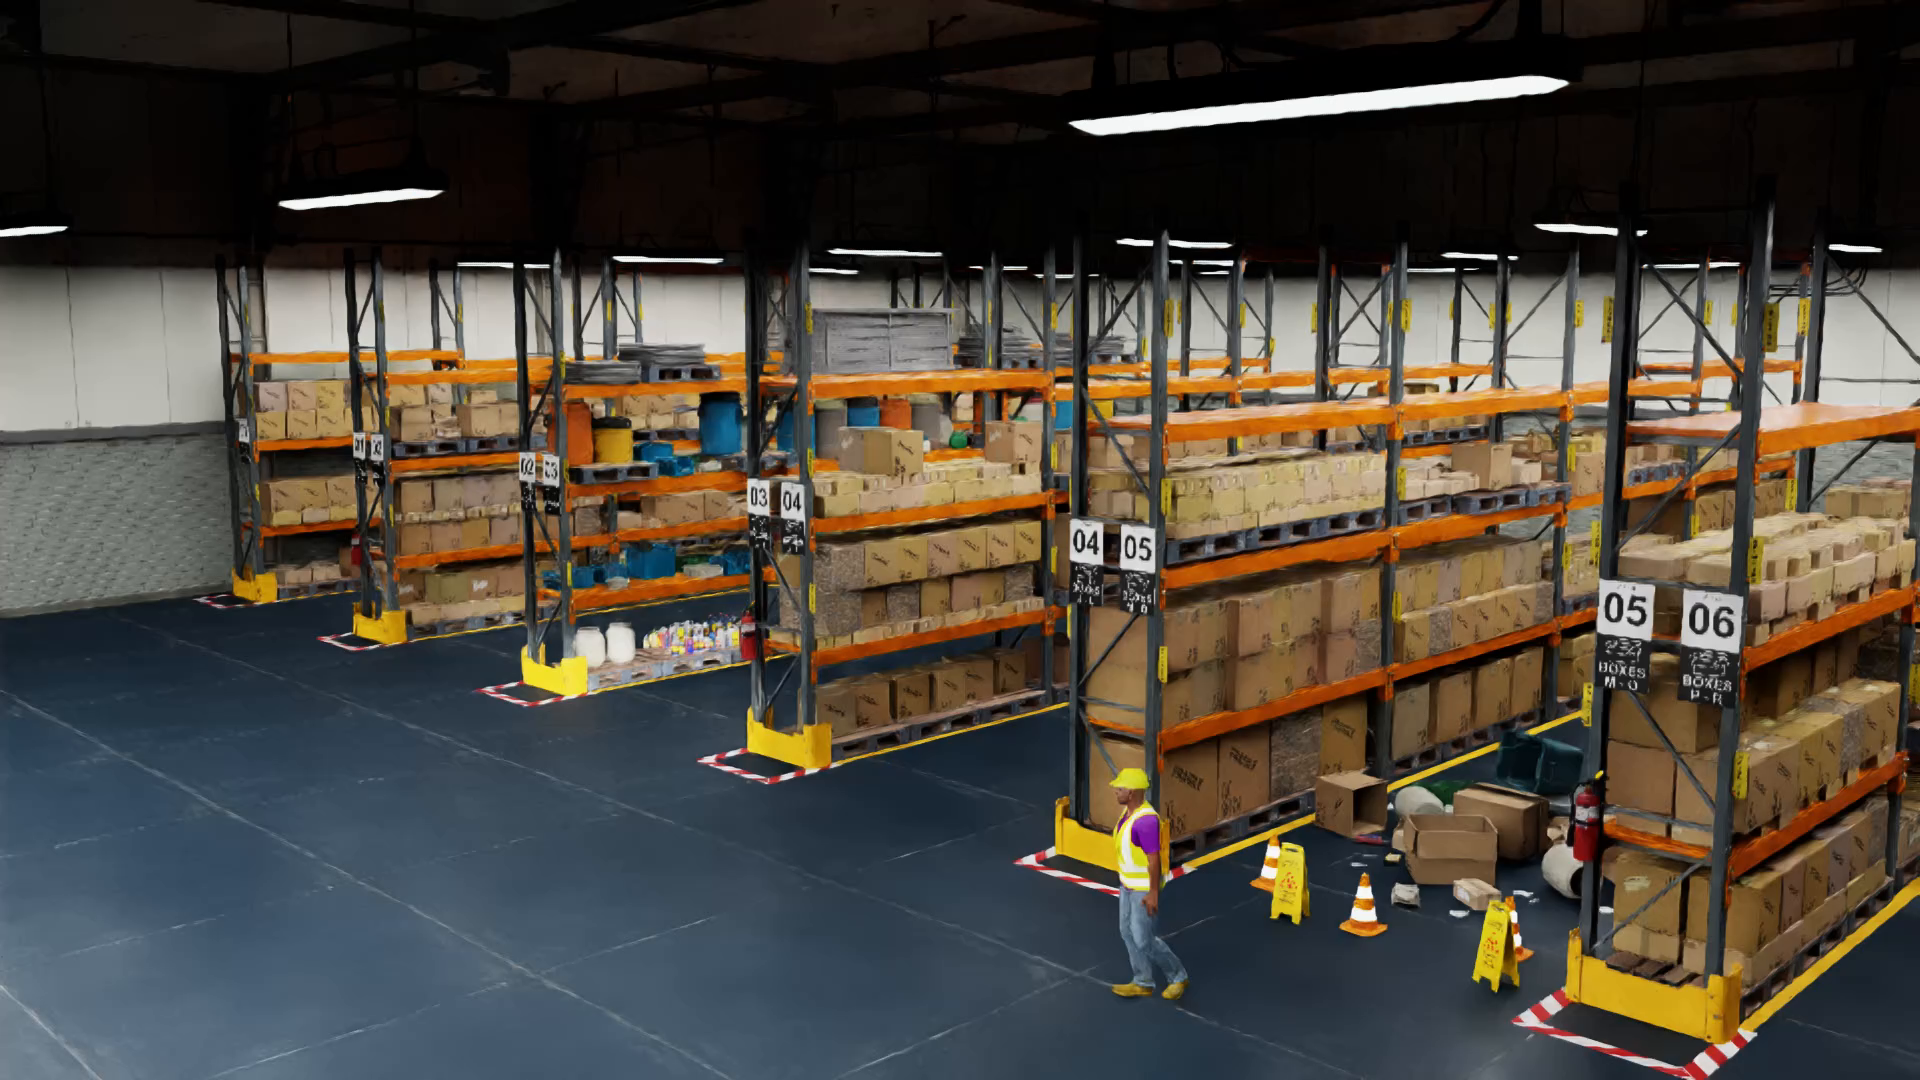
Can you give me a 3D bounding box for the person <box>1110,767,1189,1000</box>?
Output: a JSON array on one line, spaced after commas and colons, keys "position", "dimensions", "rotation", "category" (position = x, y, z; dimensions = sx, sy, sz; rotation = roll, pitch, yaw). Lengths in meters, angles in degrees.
[{"position": [1.412, 2.560, 12.402], "dimensions": [0.580, 1.753, 0.609], "rotation": [-1, 8, -9], "category": "person"}]
